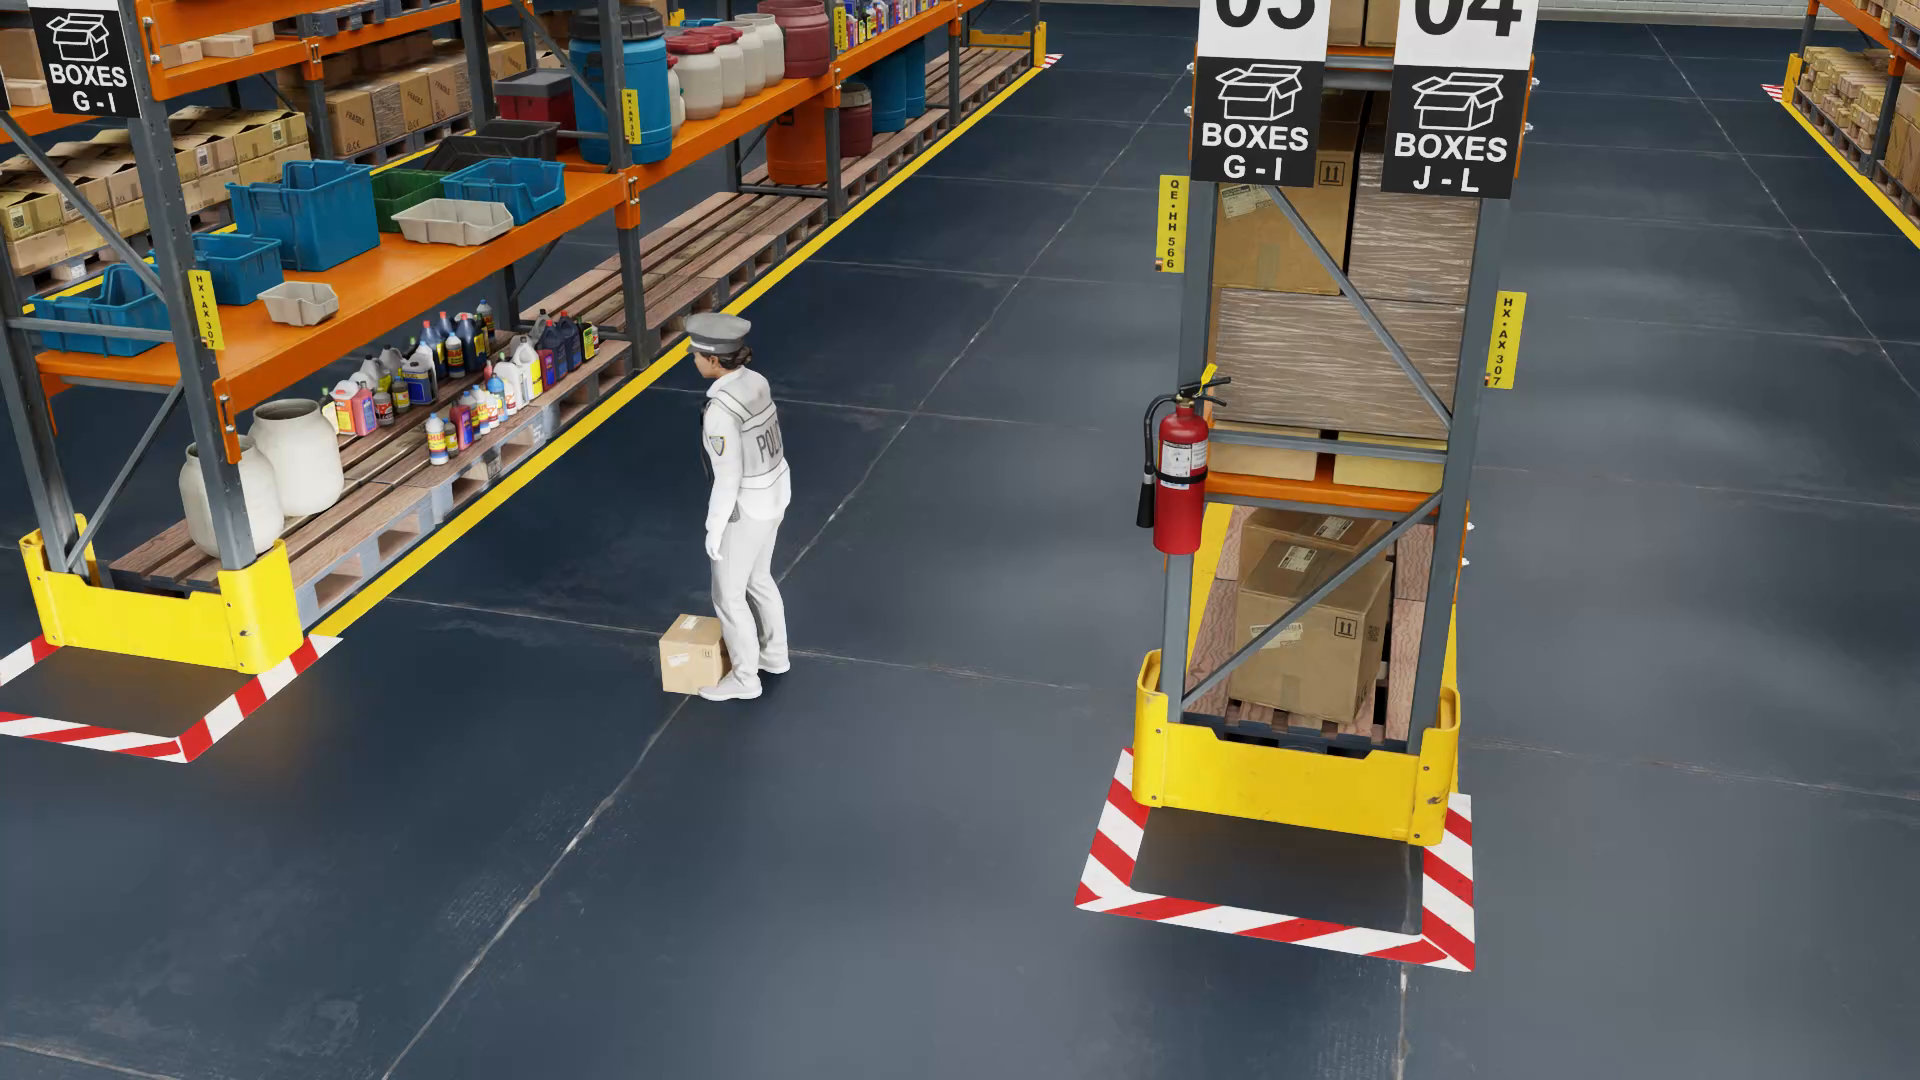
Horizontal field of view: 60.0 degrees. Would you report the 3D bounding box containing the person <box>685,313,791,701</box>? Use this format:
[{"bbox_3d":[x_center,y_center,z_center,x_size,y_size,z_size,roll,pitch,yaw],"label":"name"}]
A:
[{"bbox_3d":[-0.911,-0.119,6.855,0.403,1.664,0.529,7,26,13],"label":"person"}]
